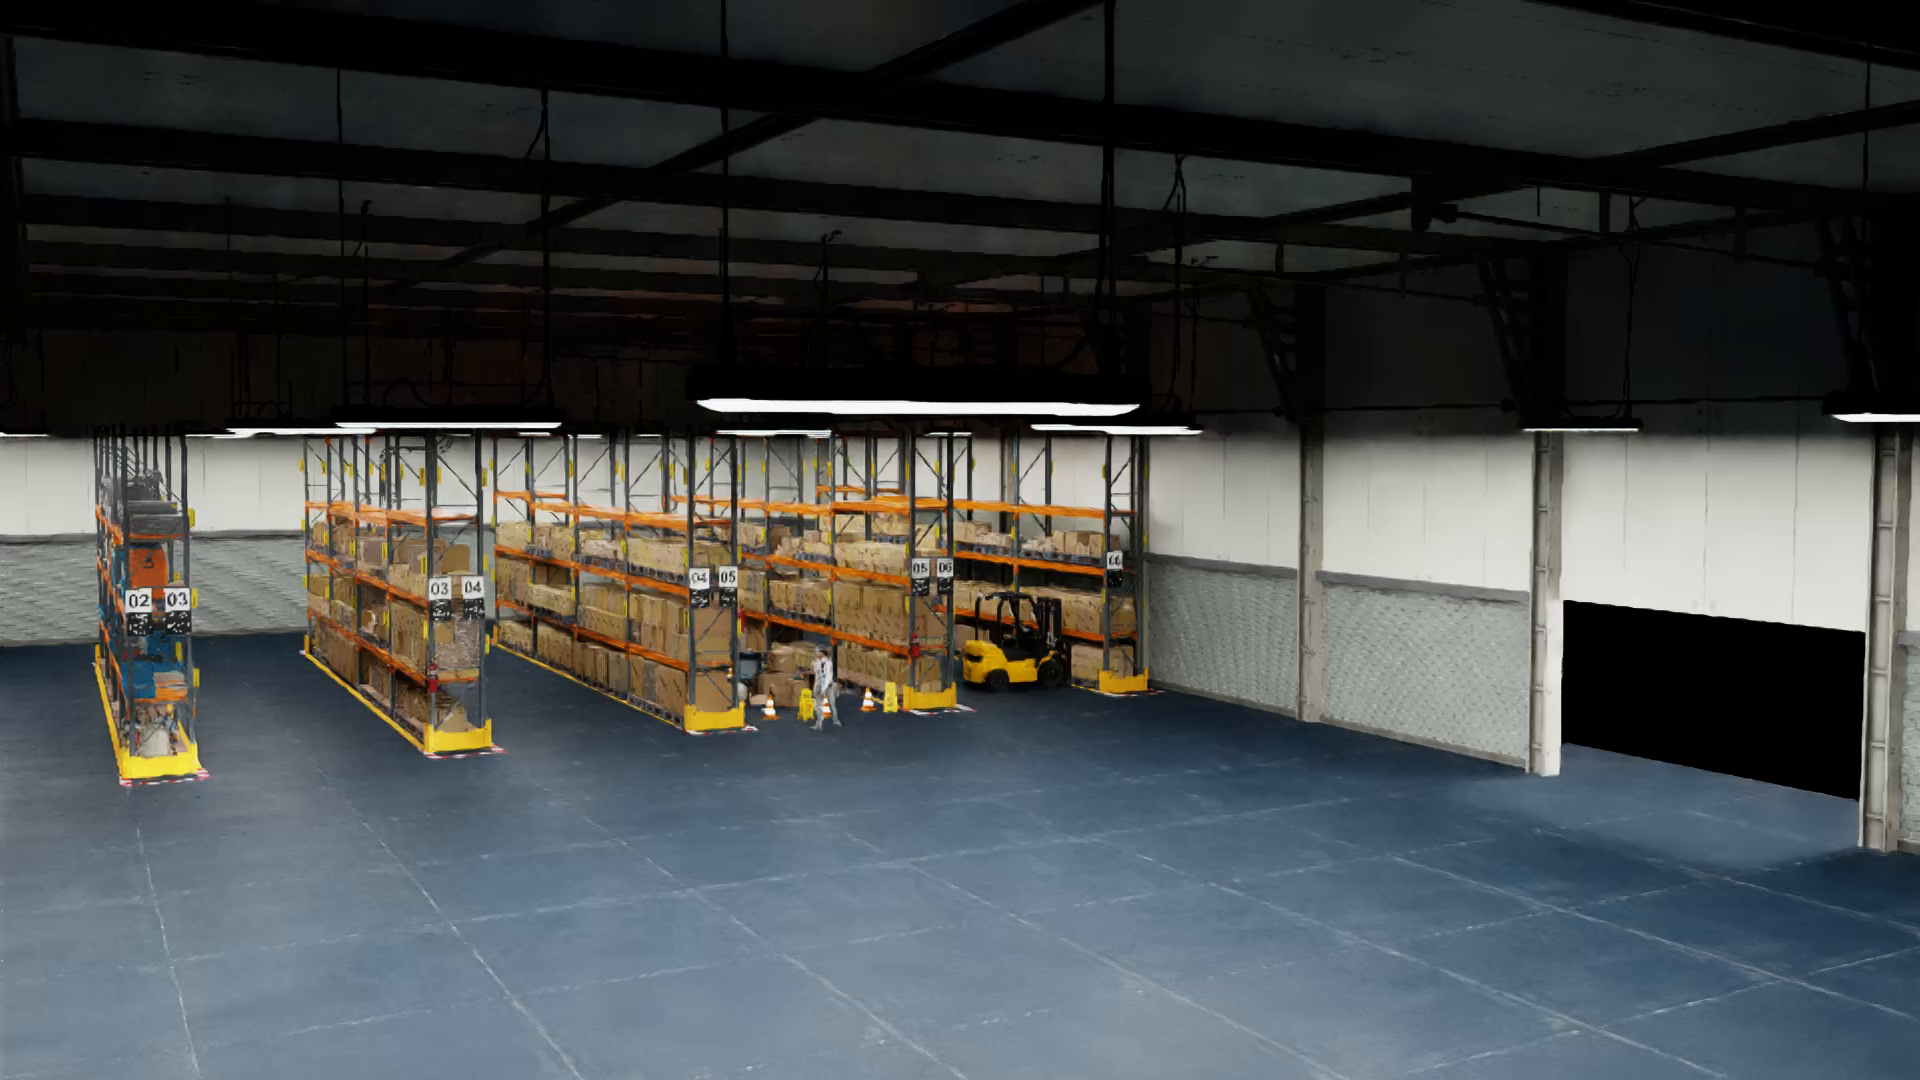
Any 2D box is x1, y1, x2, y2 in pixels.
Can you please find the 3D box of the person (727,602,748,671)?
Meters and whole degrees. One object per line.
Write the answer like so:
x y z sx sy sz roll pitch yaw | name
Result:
-5.420 2.384 40.681 0.591 1.719 0.651 0 3 -3 | person

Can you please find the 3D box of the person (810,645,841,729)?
-2.678 2.898 32.954 0.500 1.658 0.671 2 4 31 | person

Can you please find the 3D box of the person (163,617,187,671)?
-19.454 2.430 40.965 0.827 1.606 0.621 3 5 44 | person
